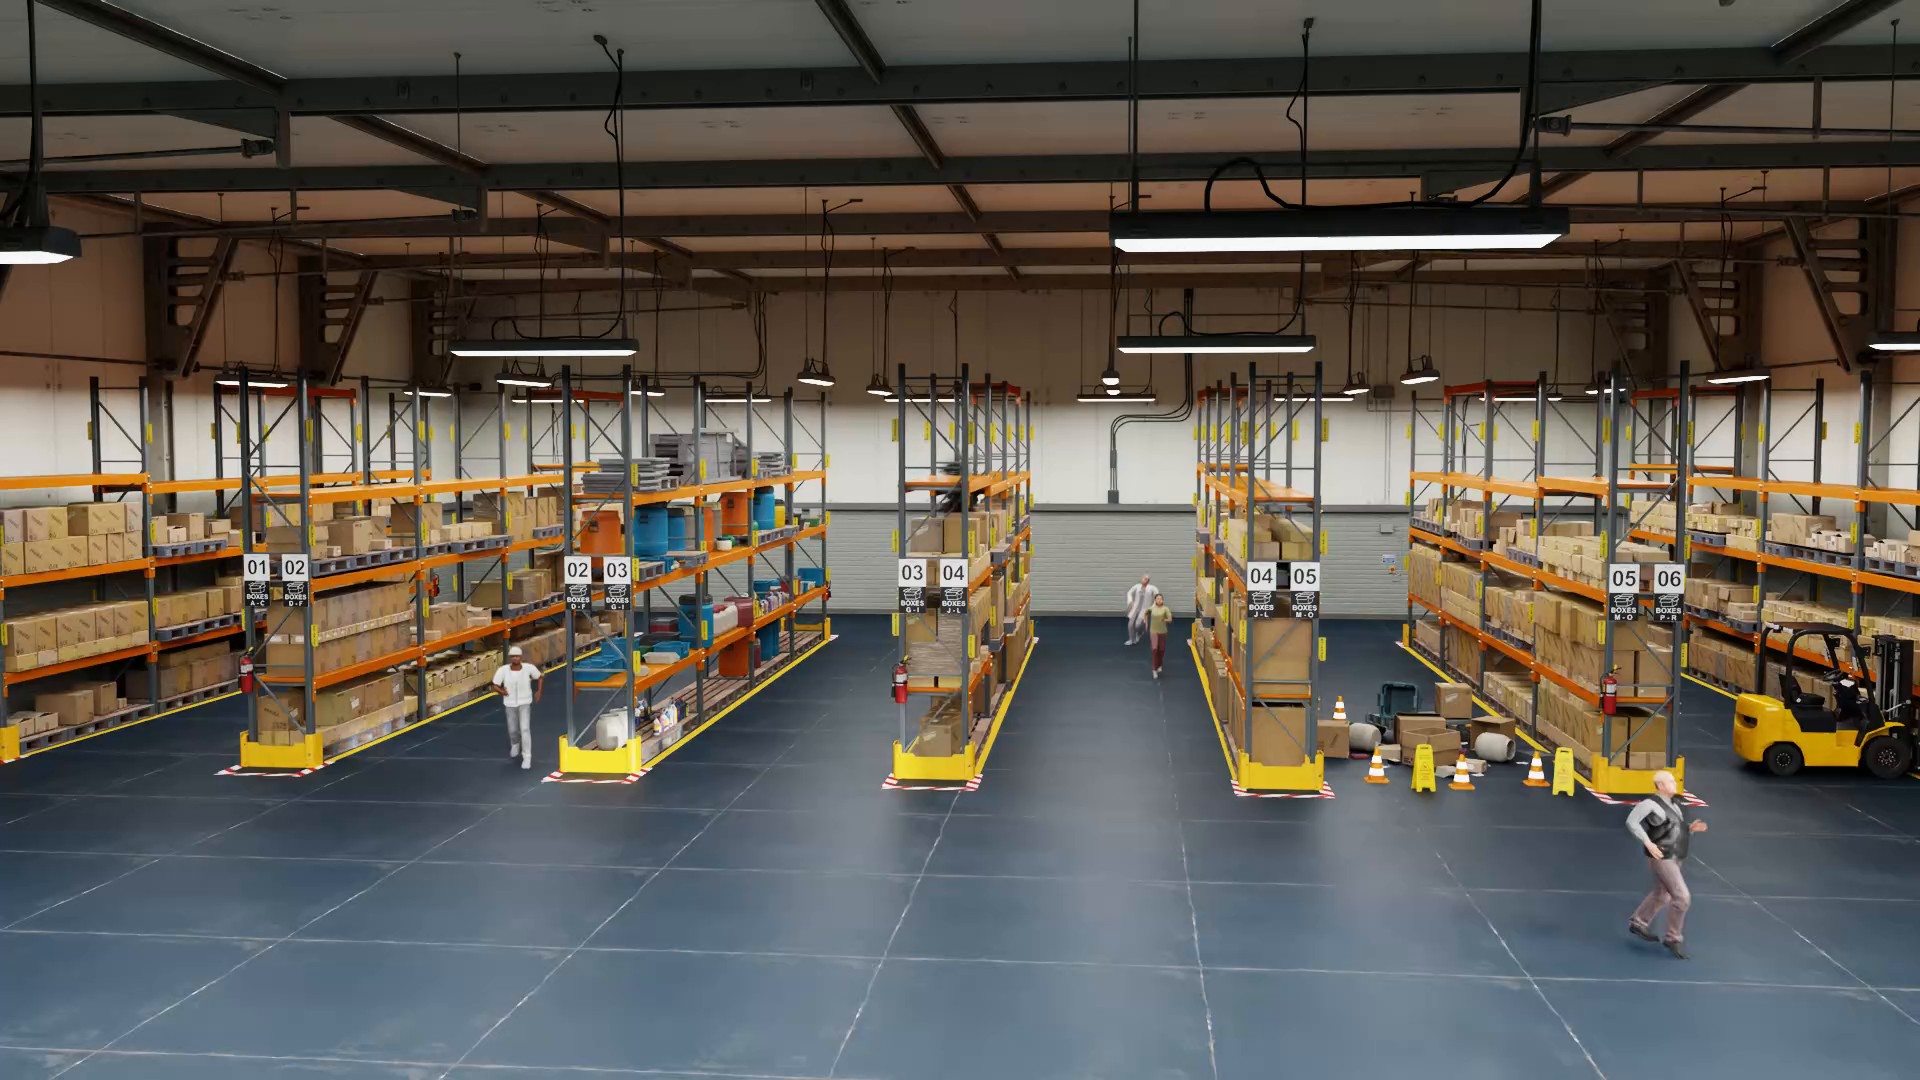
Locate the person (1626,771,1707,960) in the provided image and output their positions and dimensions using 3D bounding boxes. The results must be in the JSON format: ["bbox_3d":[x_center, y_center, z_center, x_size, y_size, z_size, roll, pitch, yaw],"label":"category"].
[{"bbox_3d":[6.804,3.114,16.040,0.731,1.780,0.639,4,5,44],"label":"person"}]

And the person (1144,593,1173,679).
[{"bbox_3d":[4.097,1.965,34.324,0.554,1.702,0.806,0,4,-1],"label":"person"}]

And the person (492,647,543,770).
[{"bbox_3d":[-6.688,2.501,25.134,0.744,1.800,0.902,-1,4,-9],"label":"person"}]

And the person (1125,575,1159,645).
[{"bbox_3d":[4.306,1.656,39.259,0.822,1.674,0.557,2,4,22],"label":"person"}]
